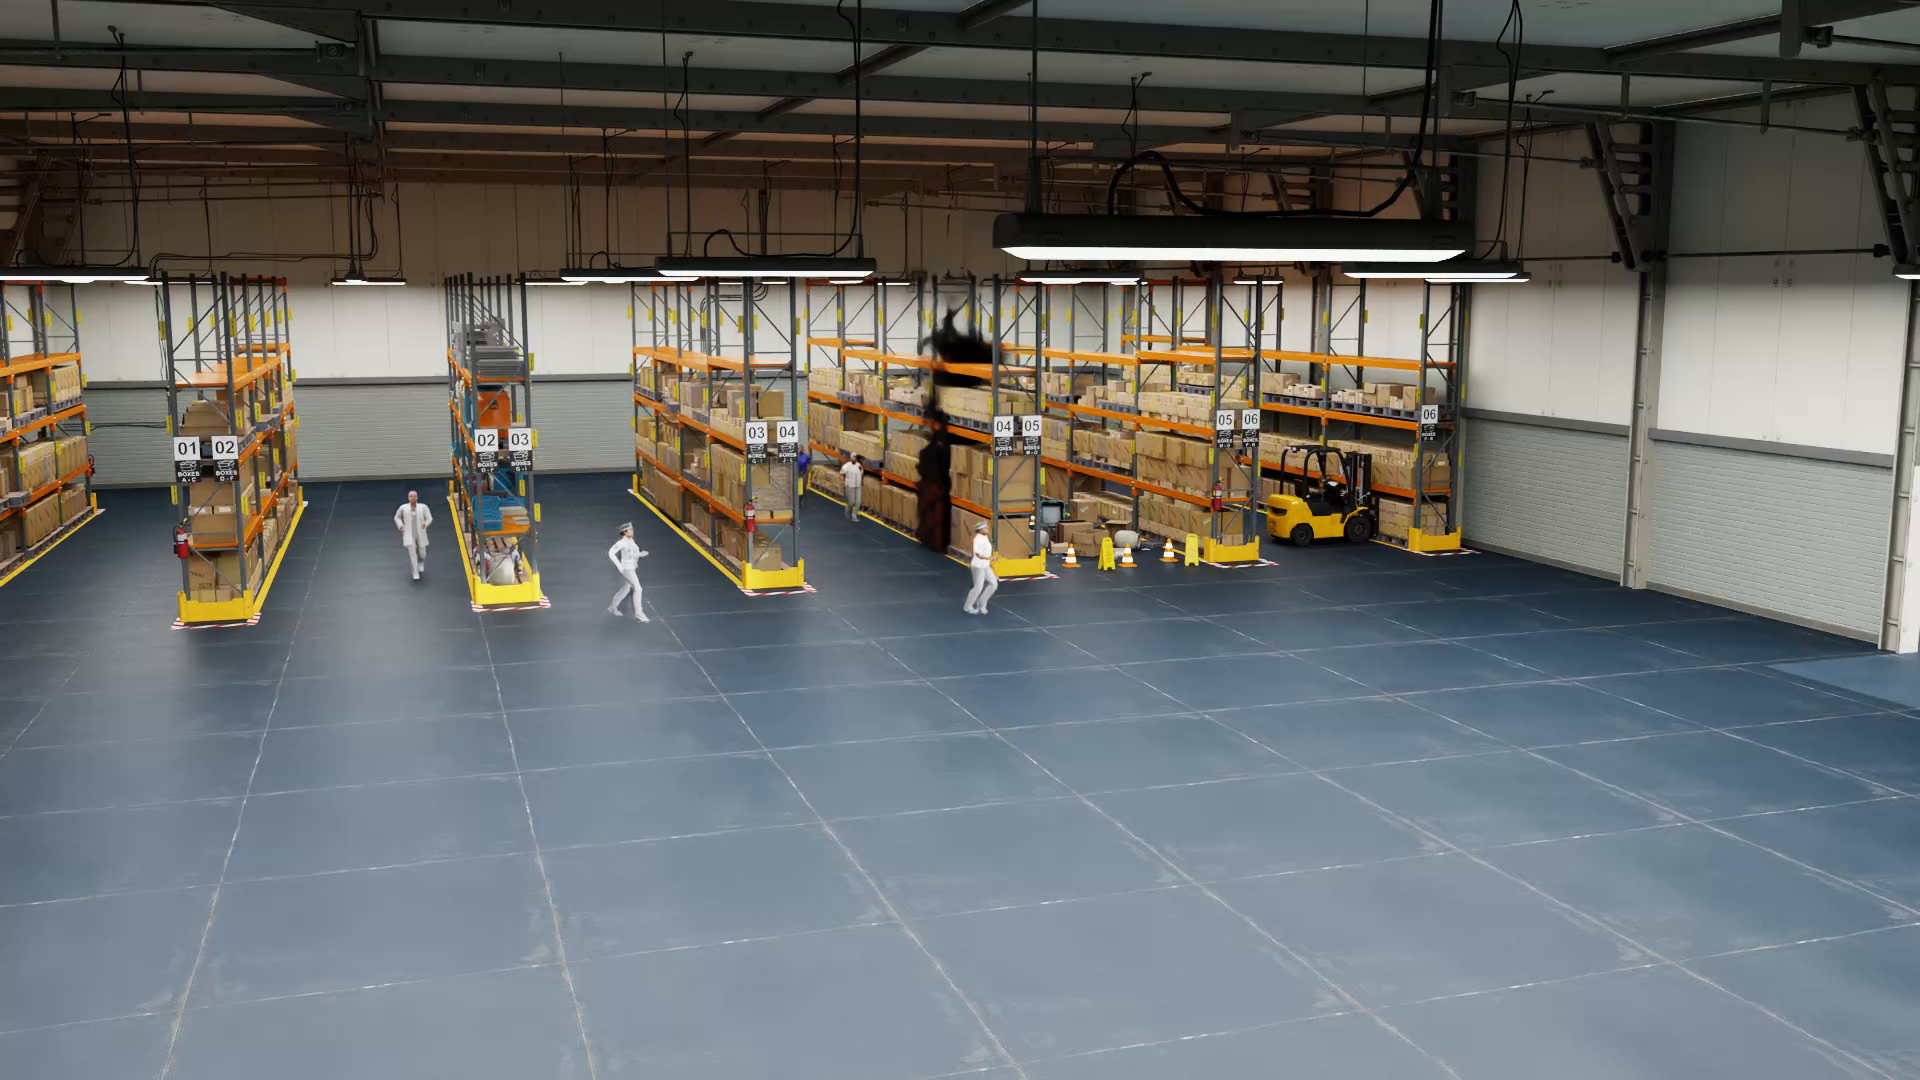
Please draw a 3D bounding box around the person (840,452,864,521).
[{"bbox_3d":[-2.515,-1.255,39.074,0.580,1.621,0.505,-4,10,-27],"label":"person"}]

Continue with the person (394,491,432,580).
[{"bbox_3d":[-10.844,-0.107,33.031,0.716,1.736,0.832,-3,9,-21],"label":"person"}]

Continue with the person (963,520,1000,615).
[{"bbox_3d":[0.399,0.493,29.323,0.686,1.721,0.587,3,9,21],"label":"person"}]

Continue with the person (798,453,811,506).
[{"bbox_3d":[-4.259,-1.623,44.168,0.448,1.432,0.519,-3,9,-17],"label":"person"}]

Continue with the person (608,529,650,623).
[{"bbox_3d":[-5.746,0.573,28.772,0.789,1.703,0.575,1,9,8],"label":"person"}]
